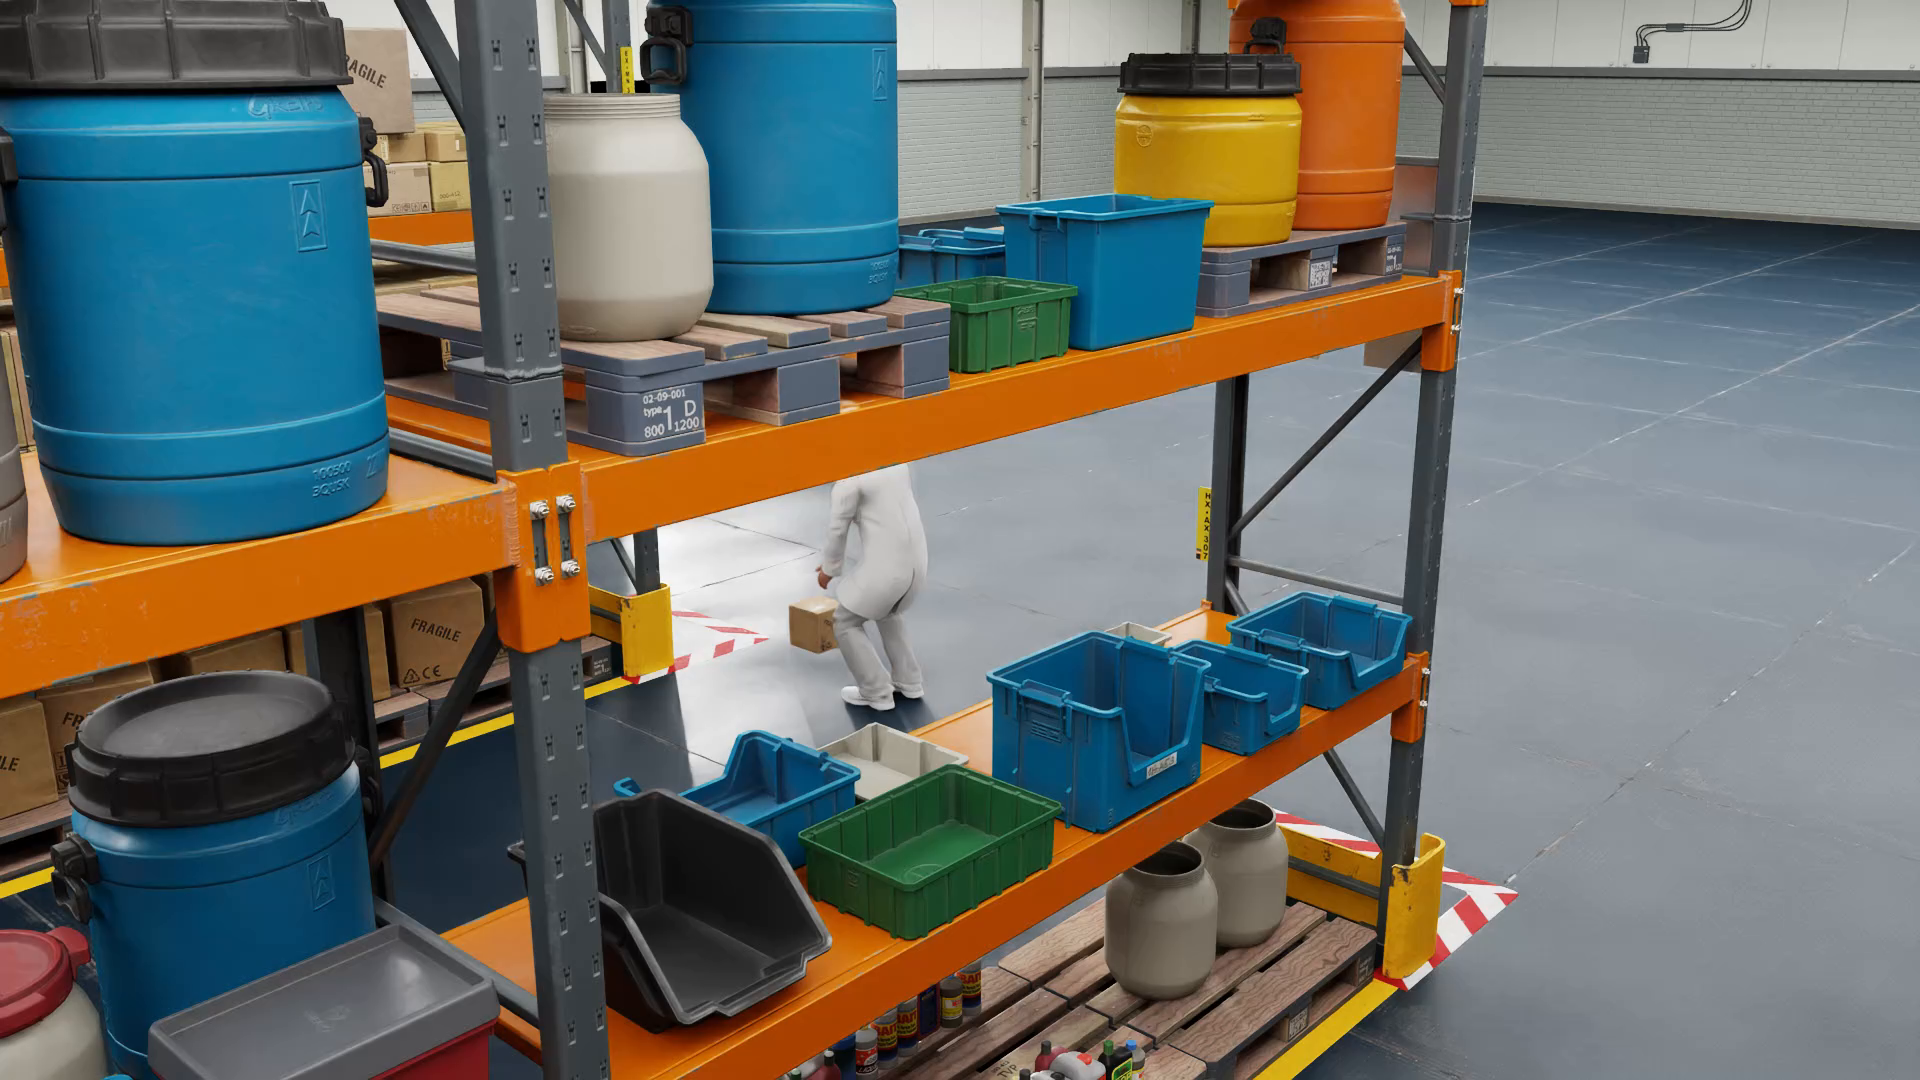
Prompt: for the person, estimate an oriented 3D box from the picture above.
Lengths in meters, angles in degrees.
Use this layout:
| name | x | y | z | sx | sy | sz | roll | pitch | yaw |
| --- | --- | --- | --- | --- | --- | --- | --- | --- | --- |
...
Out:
| name | x | y | z | sx | sy | sz | roll | pitch | yaw |
| --- | --- | --- | --- | --- | --- | --- | --- | --- | --- |
| person | -0.479 | 0.149 | 9.374 | 0.564 | 1.612 | 0.621 | 15 | 22 | 40 |
